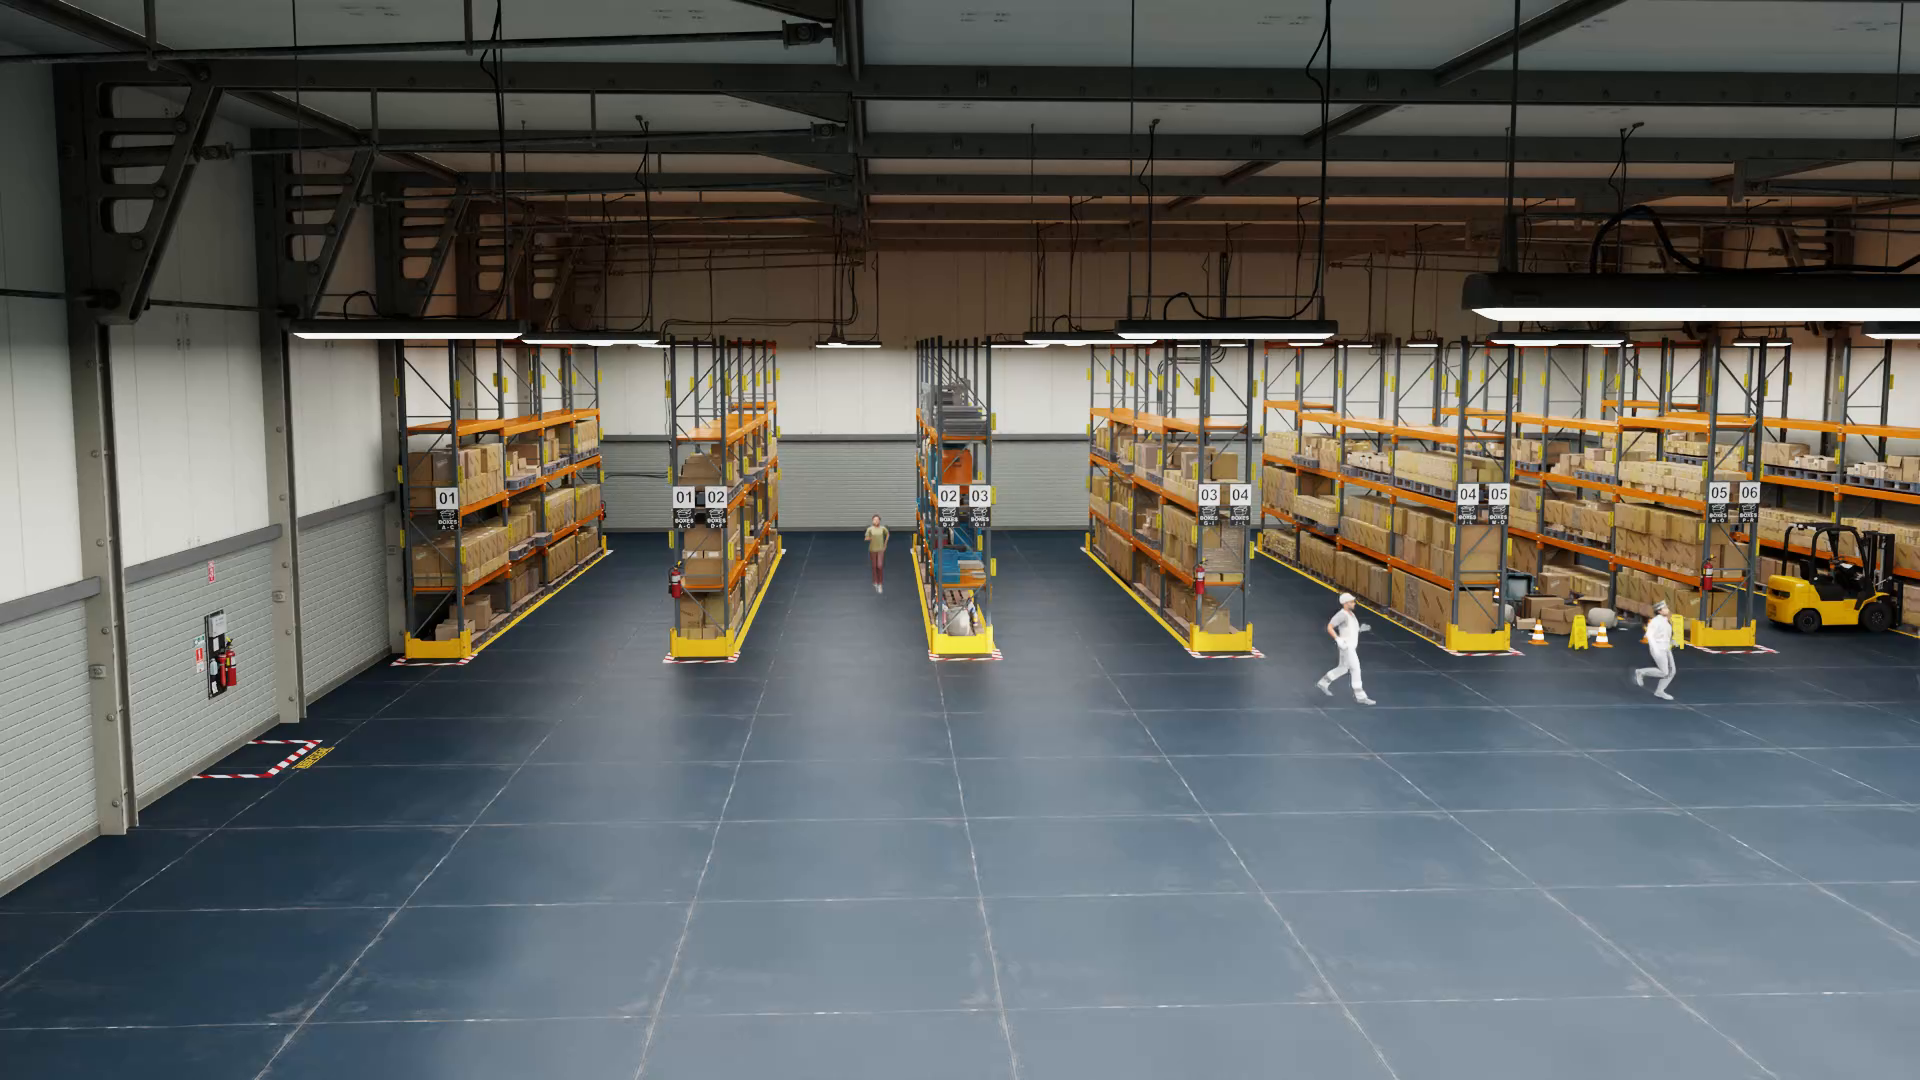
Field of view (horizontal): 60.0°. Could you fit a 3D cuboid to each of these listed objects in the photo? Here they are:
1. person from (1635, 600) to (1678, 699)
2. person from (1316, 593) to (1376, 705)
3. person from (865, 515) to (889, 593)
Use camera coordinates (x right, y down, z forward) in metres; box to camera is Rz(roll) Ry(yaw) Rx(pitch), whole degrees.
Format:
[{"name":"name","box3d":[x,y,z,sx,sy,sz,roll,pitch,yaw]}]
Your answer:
[{"name":"person","box3d":[11.541,1.793,27.513,0.588,1.637,0.622,6,9,44]},{"name":"person","box3d":[6.279,1.743,26.986,1.002,1.773,0.662,3,7,24]},{"name":"person","box3d":[-1.899,0.303,37.989,0.559,1.765,0.666,0,6,-1]}]
